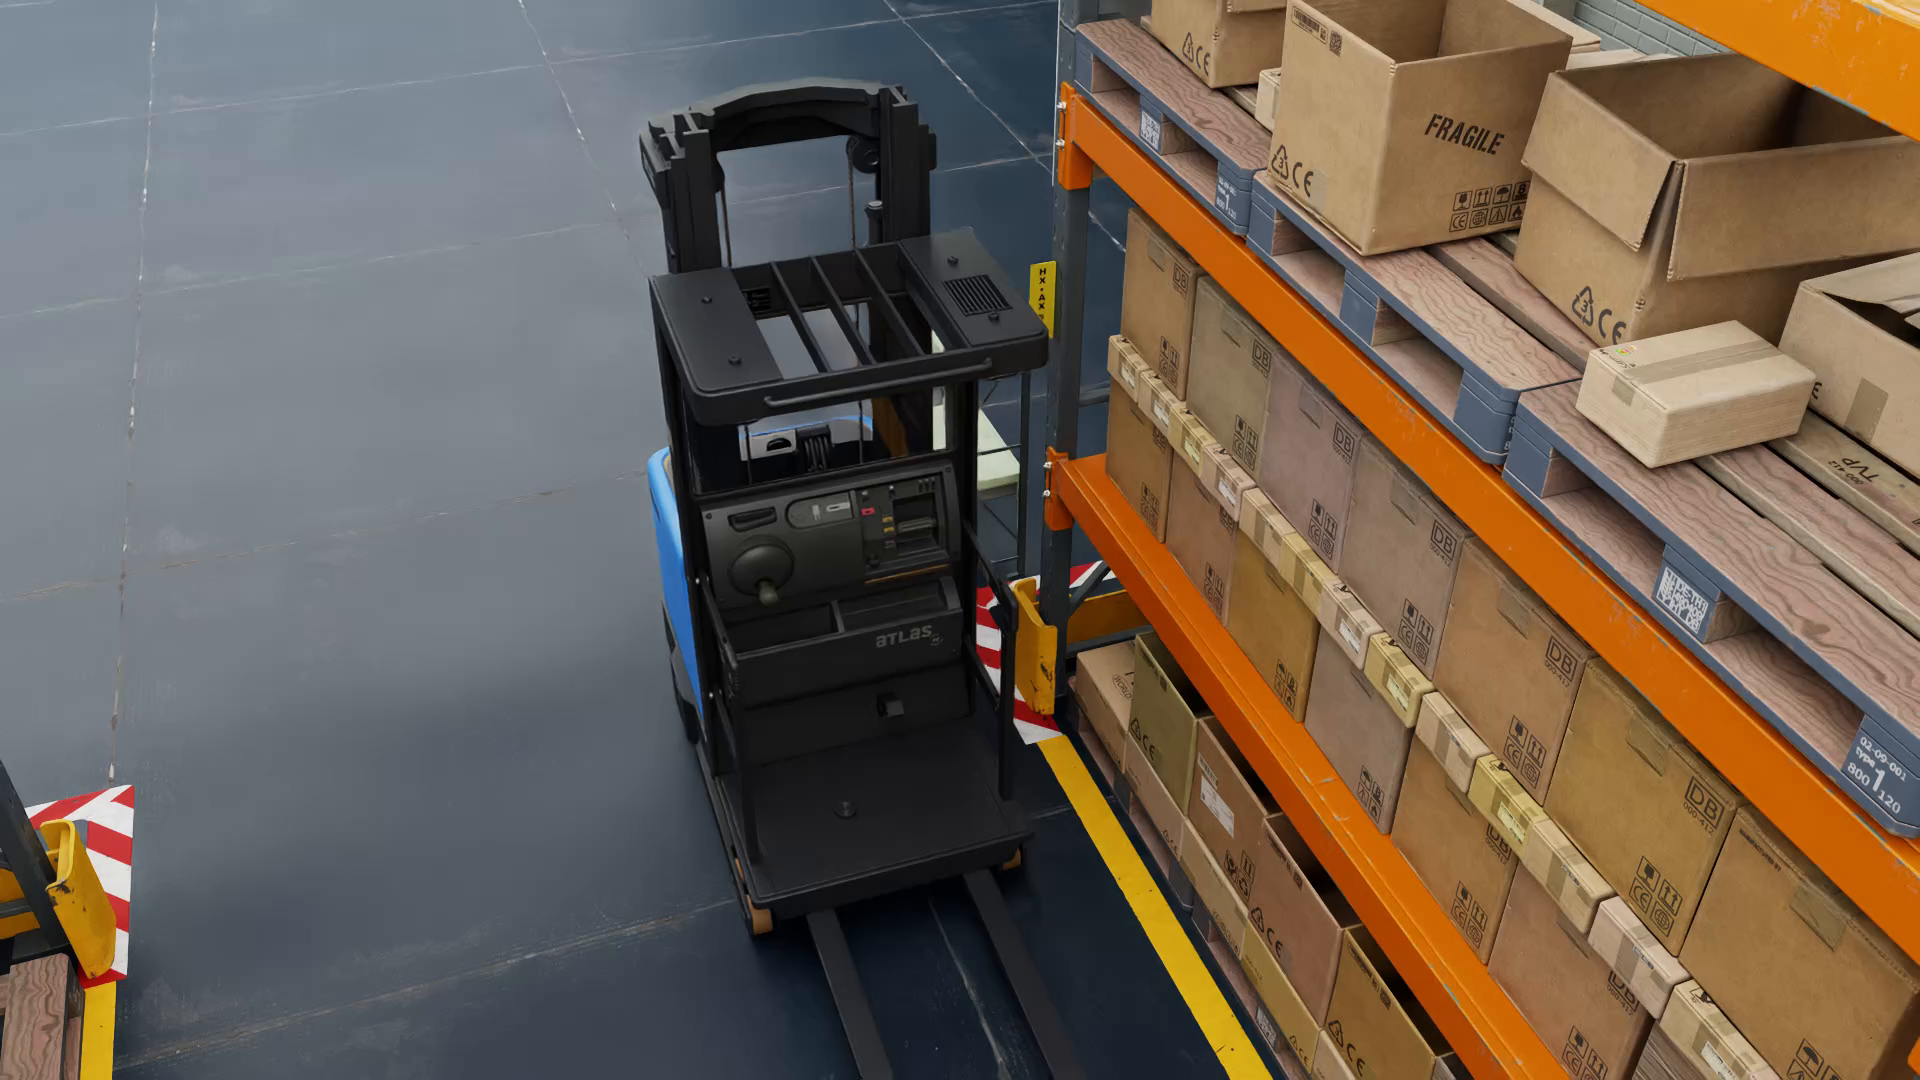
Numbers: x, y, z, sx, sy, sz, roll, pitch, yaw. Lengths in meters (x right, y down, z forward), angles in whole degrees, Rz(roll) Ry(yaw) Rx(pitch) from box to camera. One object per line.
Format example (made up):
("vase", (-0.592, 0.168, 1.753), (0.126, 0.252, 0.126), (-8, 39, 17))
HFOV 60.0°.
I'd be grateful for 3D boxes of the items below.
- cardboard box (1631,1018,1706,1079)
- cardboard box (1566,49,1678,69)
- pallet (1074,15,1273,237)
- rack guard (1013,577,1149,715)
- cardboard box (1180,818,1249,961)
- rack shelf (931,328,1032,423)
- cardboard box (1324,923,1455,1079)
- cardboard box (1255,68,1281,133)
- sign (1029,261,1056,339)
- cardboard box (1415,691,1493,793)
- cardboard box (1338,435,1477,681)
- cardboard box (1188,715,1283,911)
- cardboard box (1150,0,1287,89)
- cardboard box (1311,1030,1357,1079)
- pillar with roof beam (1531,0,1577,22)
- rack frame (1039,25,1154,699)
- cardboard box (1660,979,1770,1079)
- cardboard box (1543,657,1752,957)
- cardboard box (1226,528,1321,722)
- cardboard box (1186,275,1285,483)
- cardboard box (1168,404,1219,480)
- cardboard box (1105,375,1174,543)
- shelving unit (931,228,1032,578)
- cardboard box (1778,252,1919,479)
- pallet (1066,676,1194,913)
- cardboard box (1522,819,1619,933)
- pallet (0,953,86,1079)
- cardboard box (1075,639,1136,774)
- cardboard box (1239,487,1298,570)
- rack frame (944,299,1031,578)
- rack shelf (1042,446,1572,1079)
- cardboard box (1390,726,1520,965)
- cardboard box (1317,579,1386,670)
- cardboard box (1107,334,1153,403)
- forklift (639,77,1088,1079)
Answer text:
("cardboard box", (2.047, 1.348, 3.945), (0.700, 0.500, 0.500), (-13, 39, -17))
("cardboard box", (1.665, -1.099, 4.391), (0.500, 0.311, 0.500), (-8, 38, -11))
("pallet", (1.049, -1.380, 5.230), (1.003, 0.211, 1.213), (-12, 39, -16))
("rack guard", (0.821, 0.362, 7.414), (1.175, 0.500, 0.348), (-12, 39, -16))
("cardboard box", (1.152, 1.221, 6.132), (0.500, 0.250, 0.500), (-12, 39, -16))
("rack shelf", (-0.002, -0.915, 7.629), (0.431, 0.370, 0.720), (-12, 39, -16))
("cardboard box", (1.505, 1.485, 5.159), (0.500, 0.500, 0.500), (-12, 39, -16))
("cardboard box", (1.069, -1.243, 4.717), (0.380, 0.149, 0.250), (-12, 39, -16))
("sign", (0.306, -0.888, 6.211), (0.100, 0.325, 0.005), (-12, 39, -16))
("cardboard box", (1.476, 0.511, 4.516), (0.380, 0.149, 0.250), (-11, 38, -15))
("cardboard box", (1.529, -0.021, 4.684), (0.700, 0.500, 0.500), (-12, 39, -16))
("cardboard box", (1.163, 0.919, 5.910), (0.500, 0.500, 0.500), (-12, 39, -16))
("cardboard box", (1.023, -1.760, 5.109), (0.797, 0.503, 0.637), (-10, 38, -13))
("cardboard box", (1.493, 1.787, 5.381), (0.500, 0.250, 0.500), (-12, 39, -16))
("pillar with roof beam", (0.426, -6.328, 9.232), (9.100, 9.000, 0.400), (-12, 39, -16))
("rack frame", (0.830, -0.622, 6.644), (1.000, 3.000, 0.127), (-12, 39, -16))
("cardboard box", (1.828, 1.089, 3.750), (0.380, 0.149, 0.250), (-13, 39, -17))
("cardboard box", (1.872, 0.545, 3.933), (0.700, 0.500, 0.500), (-13, 39, -16))
("cardboard box", (1.329, 0.181, 5.493), (0.700, 0.500, 0.500), (-12, 39, -16))
("cardboard box", (1.182, -0.588, 5.437), (0.700, 0.500, 0.500), (-13, 39, -17))
("cardboard box", (0.940, -0.365, 5.680), (0.380, 0.149, 0.250), (-12, 39, -16))
("cardboard box", (0.978, -0.396, 6.260), (0.700, 0.500, 0.500), (-12, 39, -16))
("shelving unit", (-0.002, -0.603, 7.864), (0.431, 1.500, 0.755), (-12, 39, -16))
("cardboard box", (2.095, -0.393, 3.455), (0.500, 0.311, 0.500), (-15, 39, -18))
("pallet", (1.132, 0.915, 6.921), (1.003, 0.211, 1.213), (-12, 39, -16))
("cardboard box", (1.644, 0.793, 4.142), (0.380, 0.149, 0.250), (-13, 39, -16))
("pallet", (-3.478, 2.008, 5.469), (1.003, 0.211, 1.213), (-12, 39, -16))
("cardboard box", (0.805, 0.657, 6.881), (0.500, 0.250, 0.500), (-12, 39, -16))
("cardboard box", (1.119, -0.072, 5.291), (0.380, 0.149, 0.250), (-14, 39, -17))
("rack frame", (0.124, -0.396, 7.590), (0.400, 1.500, 0.023), (-12, 39, -16))
("rack shelf", (1.518, 0.795, 5.360), (1.077, 0.370, 4.000), (-12, 39, -16))
("cardboard box", (1.691, 0.767, 4.716), (0.700, 0.500, 0.500), (-12, 39, -15))
("cardboard box", (1.291, 0.213, 4.912), (0.380, 0.149, 0.250), (-12, 39, -16))
("cardboard box", (0.762, -0.655, 6.065), (0.380, 0.149, 0.250), (-13, 39, -16))
("forklift", (-0.381, 0.049, 5.809), (1.130, 2.935, 3.031), (-12, 39, -15))
